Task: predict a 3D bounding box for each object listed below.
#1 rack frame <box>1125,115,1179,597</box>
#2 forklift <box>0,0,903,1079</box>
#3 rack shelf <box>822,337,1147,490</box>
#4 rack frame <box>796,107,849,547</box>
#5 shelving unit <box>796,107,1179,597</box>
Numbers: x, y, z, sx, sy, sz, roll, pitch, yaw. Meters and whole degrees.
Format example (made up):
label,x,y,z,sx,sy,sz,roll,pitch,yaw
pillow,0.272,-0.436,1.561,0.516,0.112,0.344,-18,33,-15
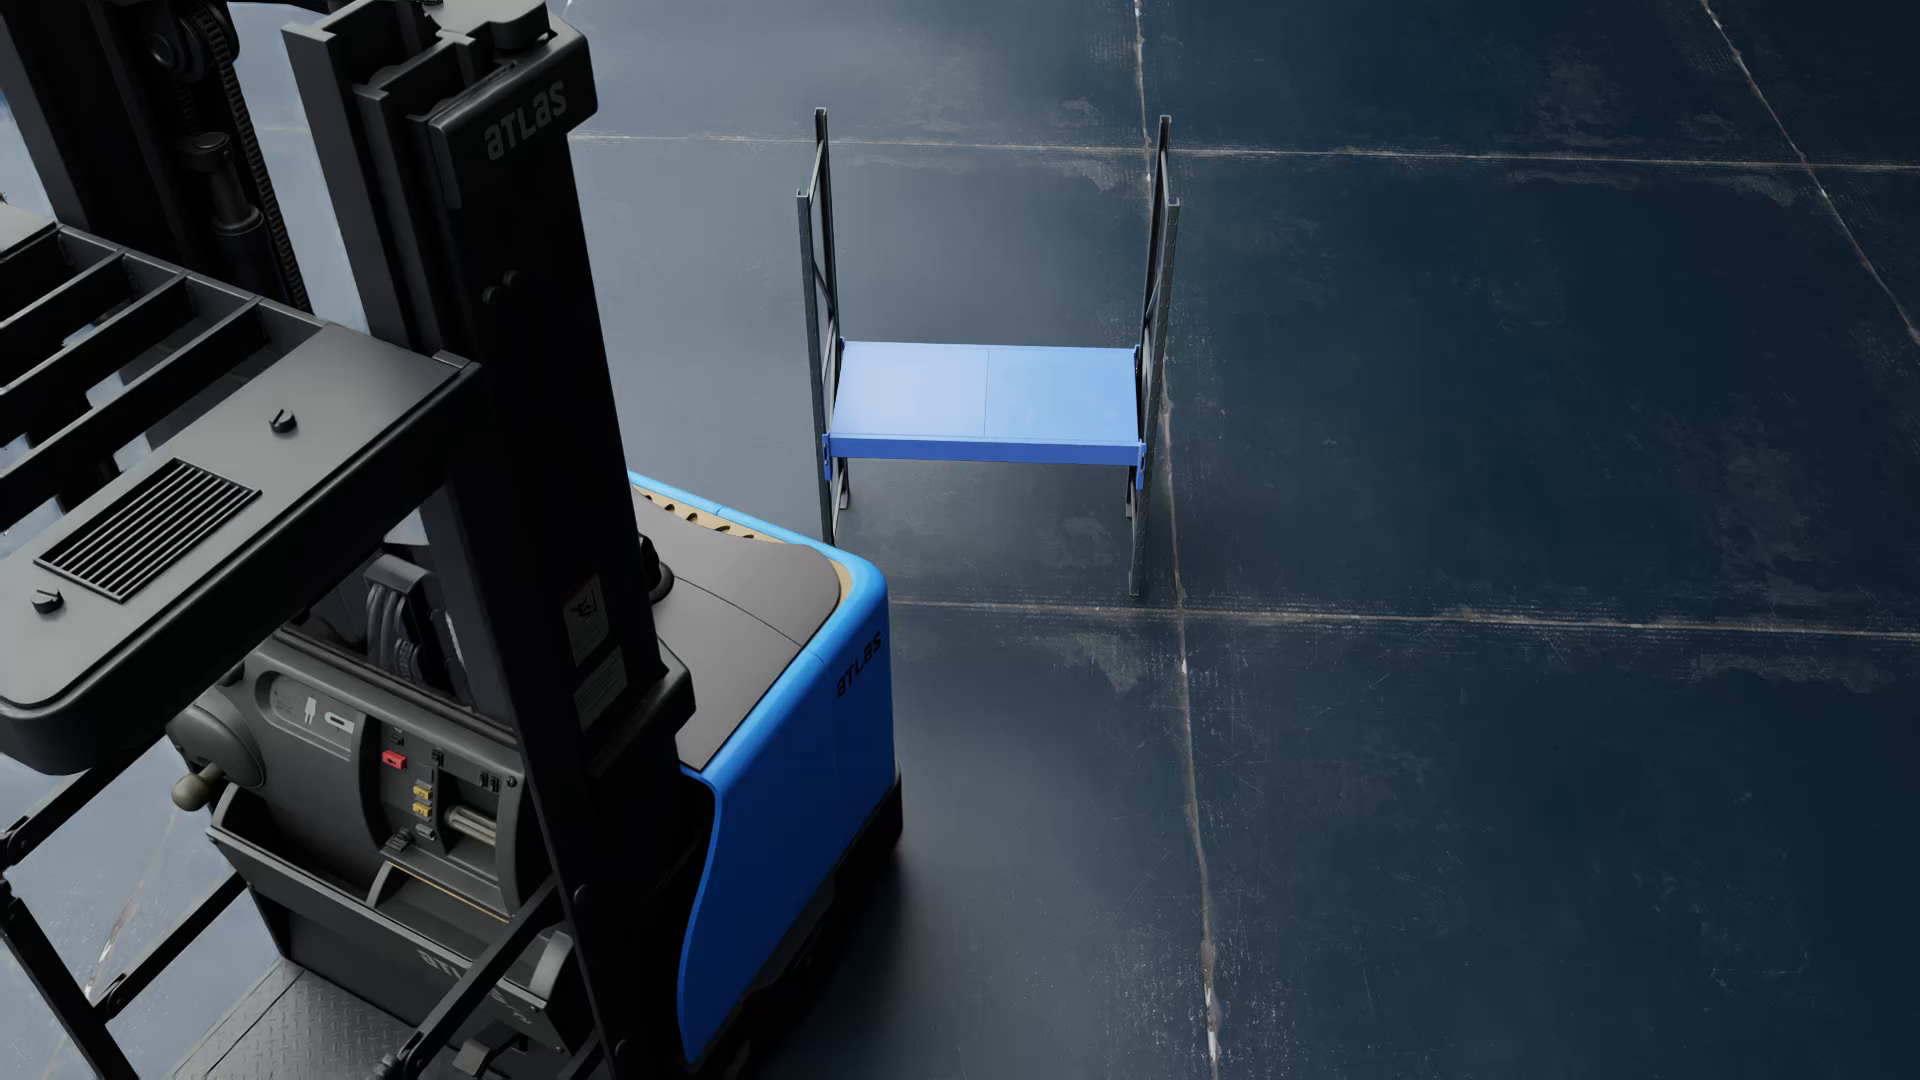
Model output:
label,x,y,z,sx,sy,sz,roll,pitch,yaw
rack frame,0.593,-0.531,5.219,0.032,1.500,0.500,2,43,2
forklift,-1.301,0.512,3.050,1.130,2.935,3.031,20,47,20
rack shelf,0.085,-0.415,5.359,1.000,0.185,0.538,2,43,2
rack frame,-0.423,-0.562,5.253,0.032,1.500,0.500,2,43,2
shelving unit,0.085,-0.546,5.236,1.048,1.500,0.538,2,43,2
